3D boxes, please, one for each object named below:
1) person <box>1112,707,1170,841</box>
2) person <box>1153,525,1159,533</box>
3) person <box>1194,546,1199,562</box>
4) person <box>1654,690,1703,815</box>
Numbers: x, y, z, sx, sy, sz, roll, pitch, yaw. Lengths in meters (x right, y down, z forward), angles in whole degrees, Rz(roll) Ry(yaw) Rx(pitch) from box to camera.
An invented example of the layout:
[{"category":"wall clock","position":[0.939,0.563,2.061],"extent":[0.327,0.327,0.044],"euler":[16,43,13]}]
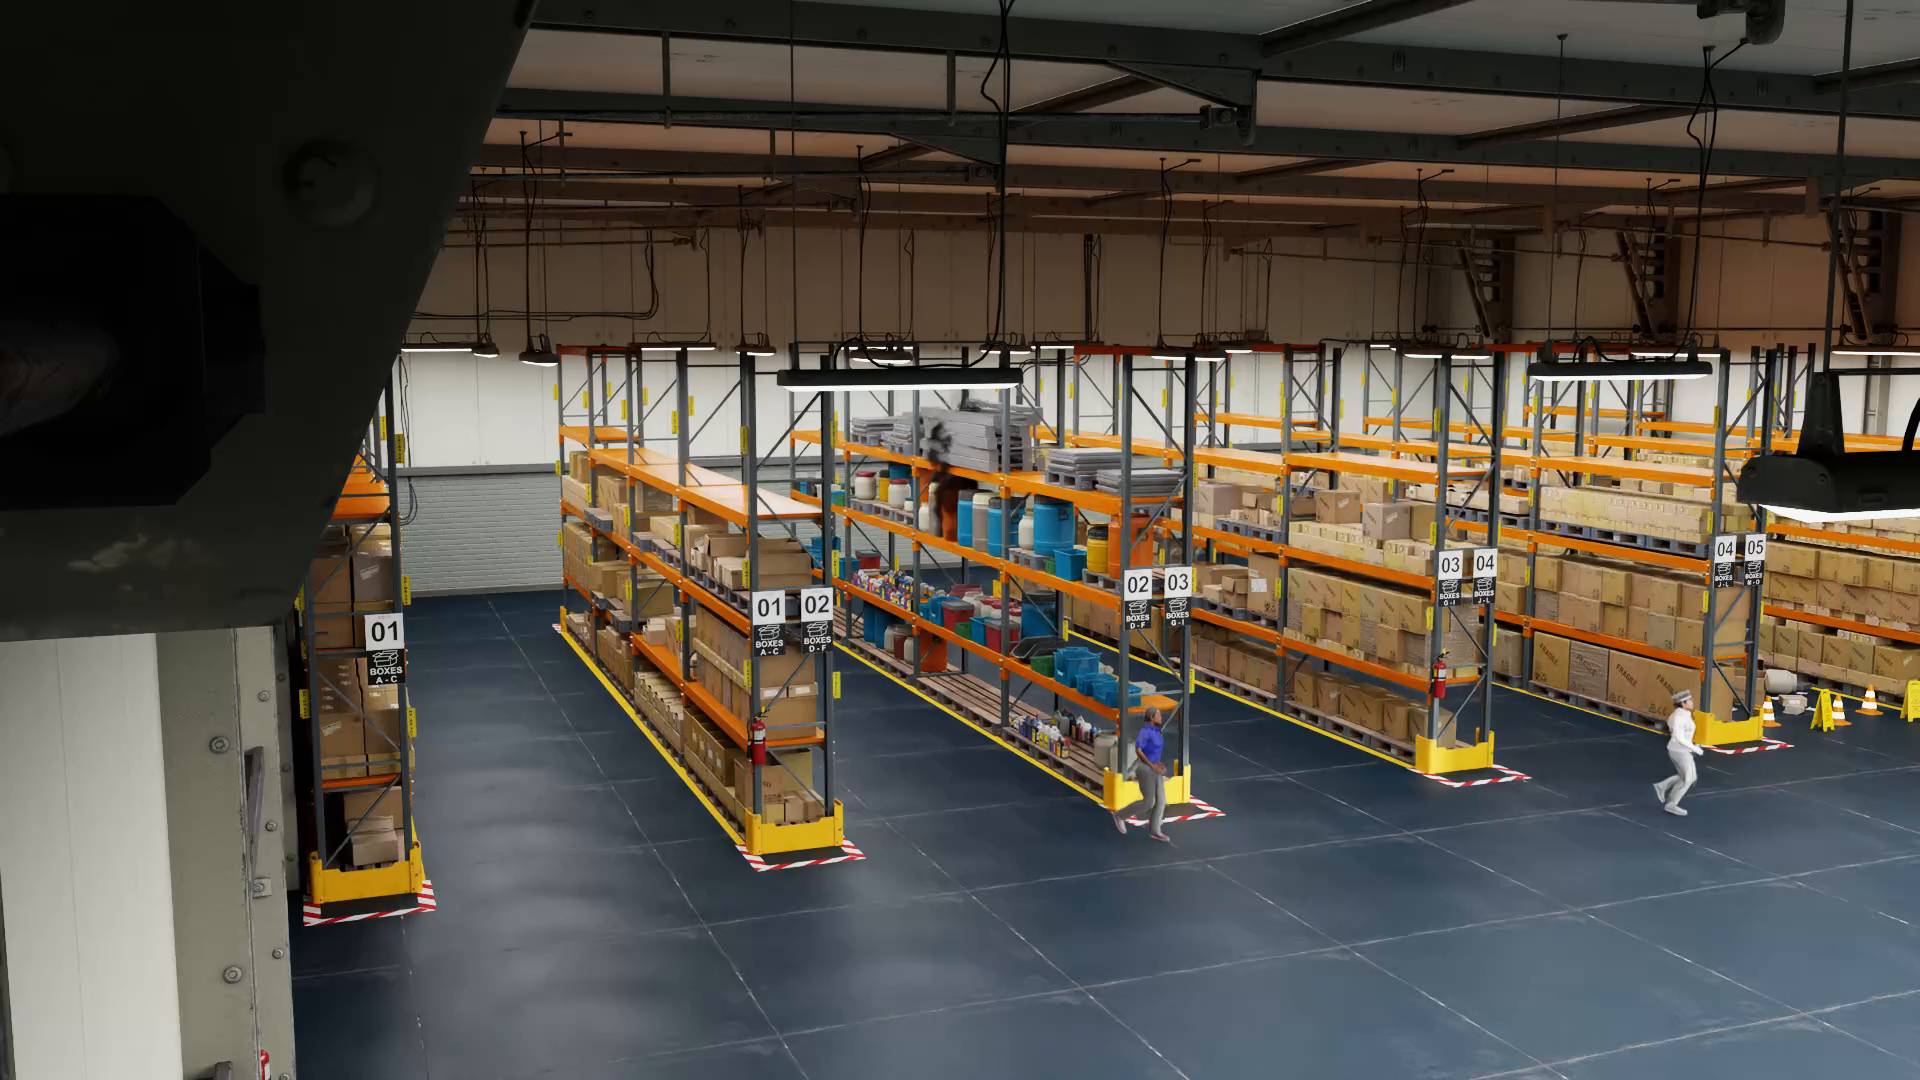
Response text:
[{"category":"person","position":[2.343,2.899,20.834],"extent":[0.730,1.601,0.663],"euler":[3,8,23]},{"category":"person","position":[4.565,0.454,39.645],"extent":[0.666,1.659,0.645],"euler":[1,7,5]},{"category":"person","position":[5.828,0.218,41.526],"extent":[0.876,1.671,0.642],"euler":[-3,8,-23]},{"category":"person","position":[9.418,2.760,21.770],"extent":[0.570,1.656,0.653],"euler":[3,8,23]}]
